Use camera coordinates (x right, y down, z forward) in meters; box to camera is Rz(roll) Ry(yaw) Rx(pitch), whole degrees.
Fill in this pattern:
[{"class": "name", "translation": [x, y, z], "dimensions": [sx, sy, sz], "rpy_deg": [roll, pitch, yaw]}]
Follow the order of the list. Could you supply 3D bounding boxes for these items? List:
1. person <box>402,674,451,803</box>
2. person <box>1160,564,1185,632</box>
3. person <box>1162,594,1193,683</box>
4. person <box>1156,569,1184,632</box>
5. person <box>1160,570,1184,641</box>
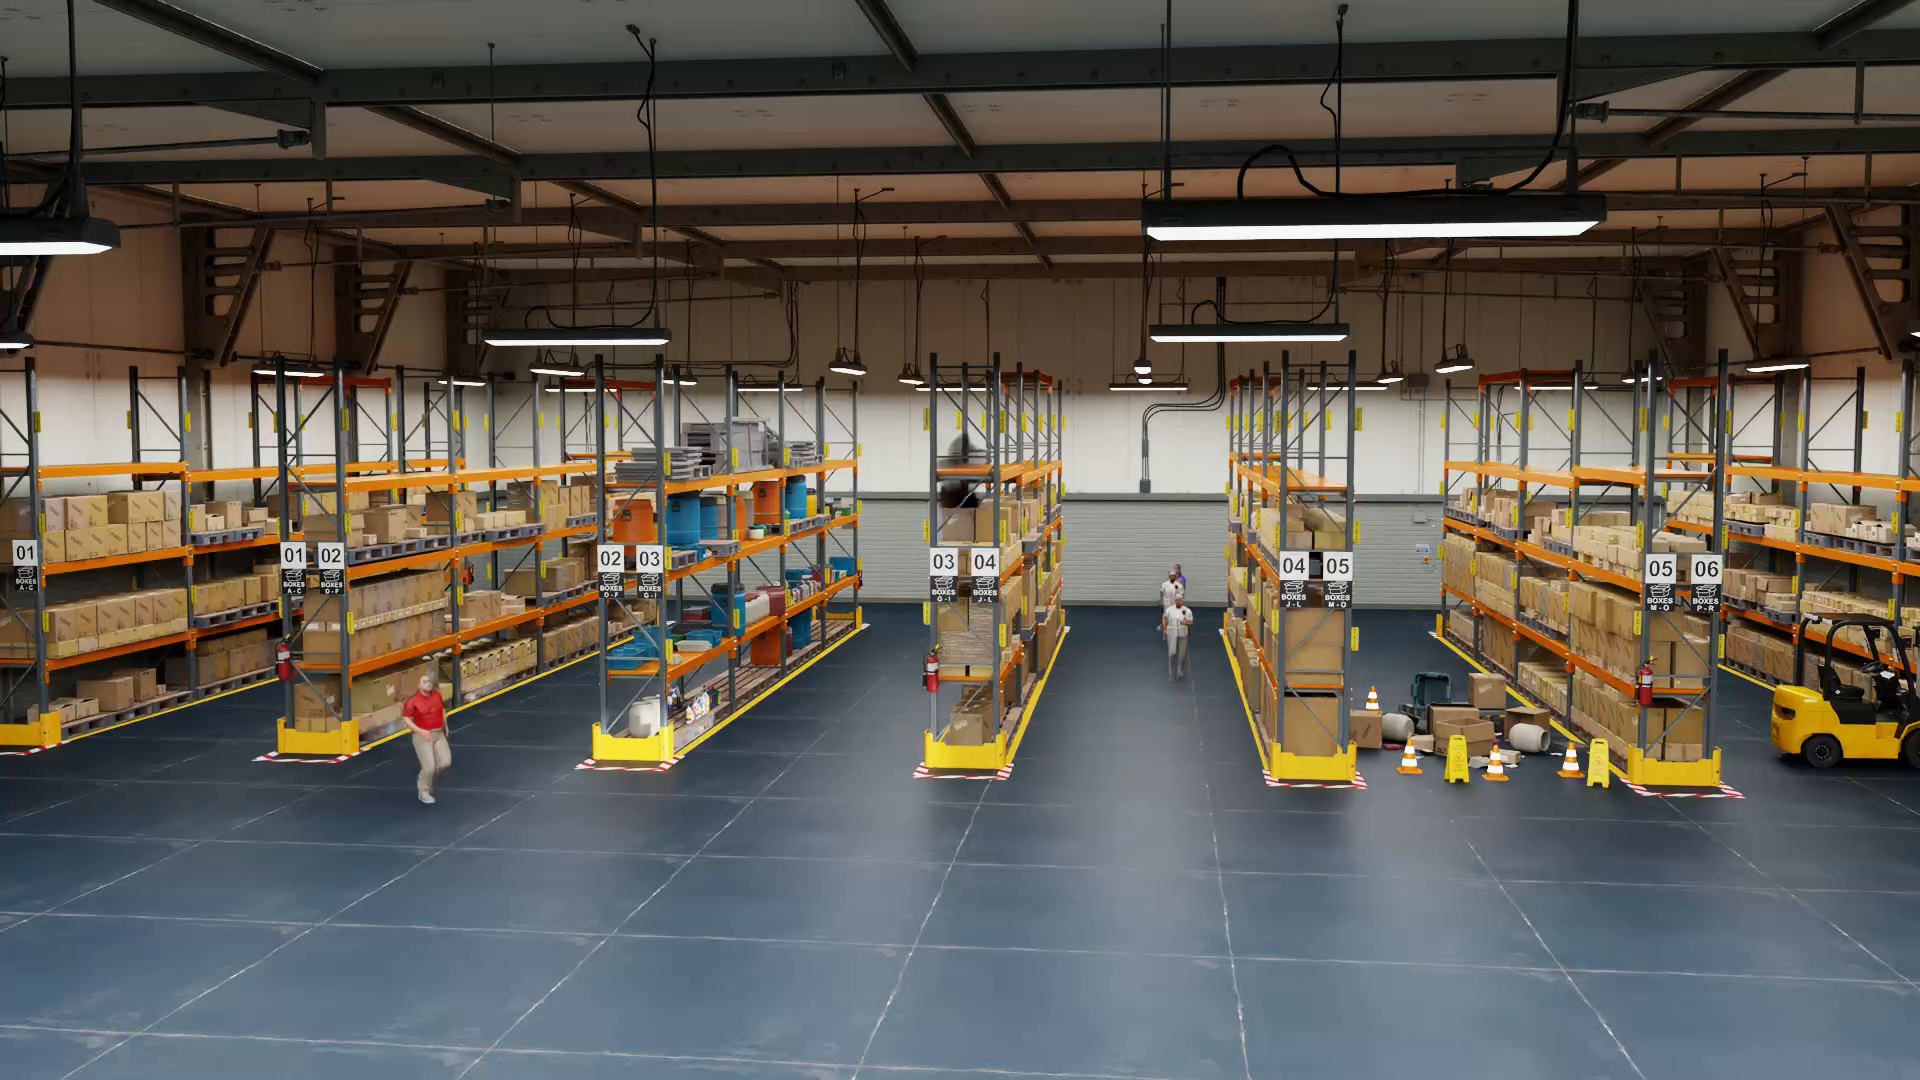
[{"class": "person", "translation": [-7.005, 2.614, 21.958], "dimensions": [0.517, 1.692, 0.669], "rpy_deg": [3, 5, 37]}, {"class": "person", "translation": [5.141, 1.423, 39.802], "dimensions": [0.622, 1.542, 0.892], "rpy_deg": [4, 6, 43]}, {"class": "person", "translation": [4.224, 1.901, 32.228], "dimensions": [0.577, 1.731, 0.735], "rpy_deg": [0, 4, 3]}, {"class": "person", "translation": [5.059, 1.432, 39.630], "dimensions": [0.657, 1.540, 0.694], "rpy_deg": [2, 5, 30]}, {"class": "person", "translation": [4.794, 1.496, 37.671], "dimensions": [0.556, 1.662, 0.610], "rpy_deg": [1, 4, 9]}]
